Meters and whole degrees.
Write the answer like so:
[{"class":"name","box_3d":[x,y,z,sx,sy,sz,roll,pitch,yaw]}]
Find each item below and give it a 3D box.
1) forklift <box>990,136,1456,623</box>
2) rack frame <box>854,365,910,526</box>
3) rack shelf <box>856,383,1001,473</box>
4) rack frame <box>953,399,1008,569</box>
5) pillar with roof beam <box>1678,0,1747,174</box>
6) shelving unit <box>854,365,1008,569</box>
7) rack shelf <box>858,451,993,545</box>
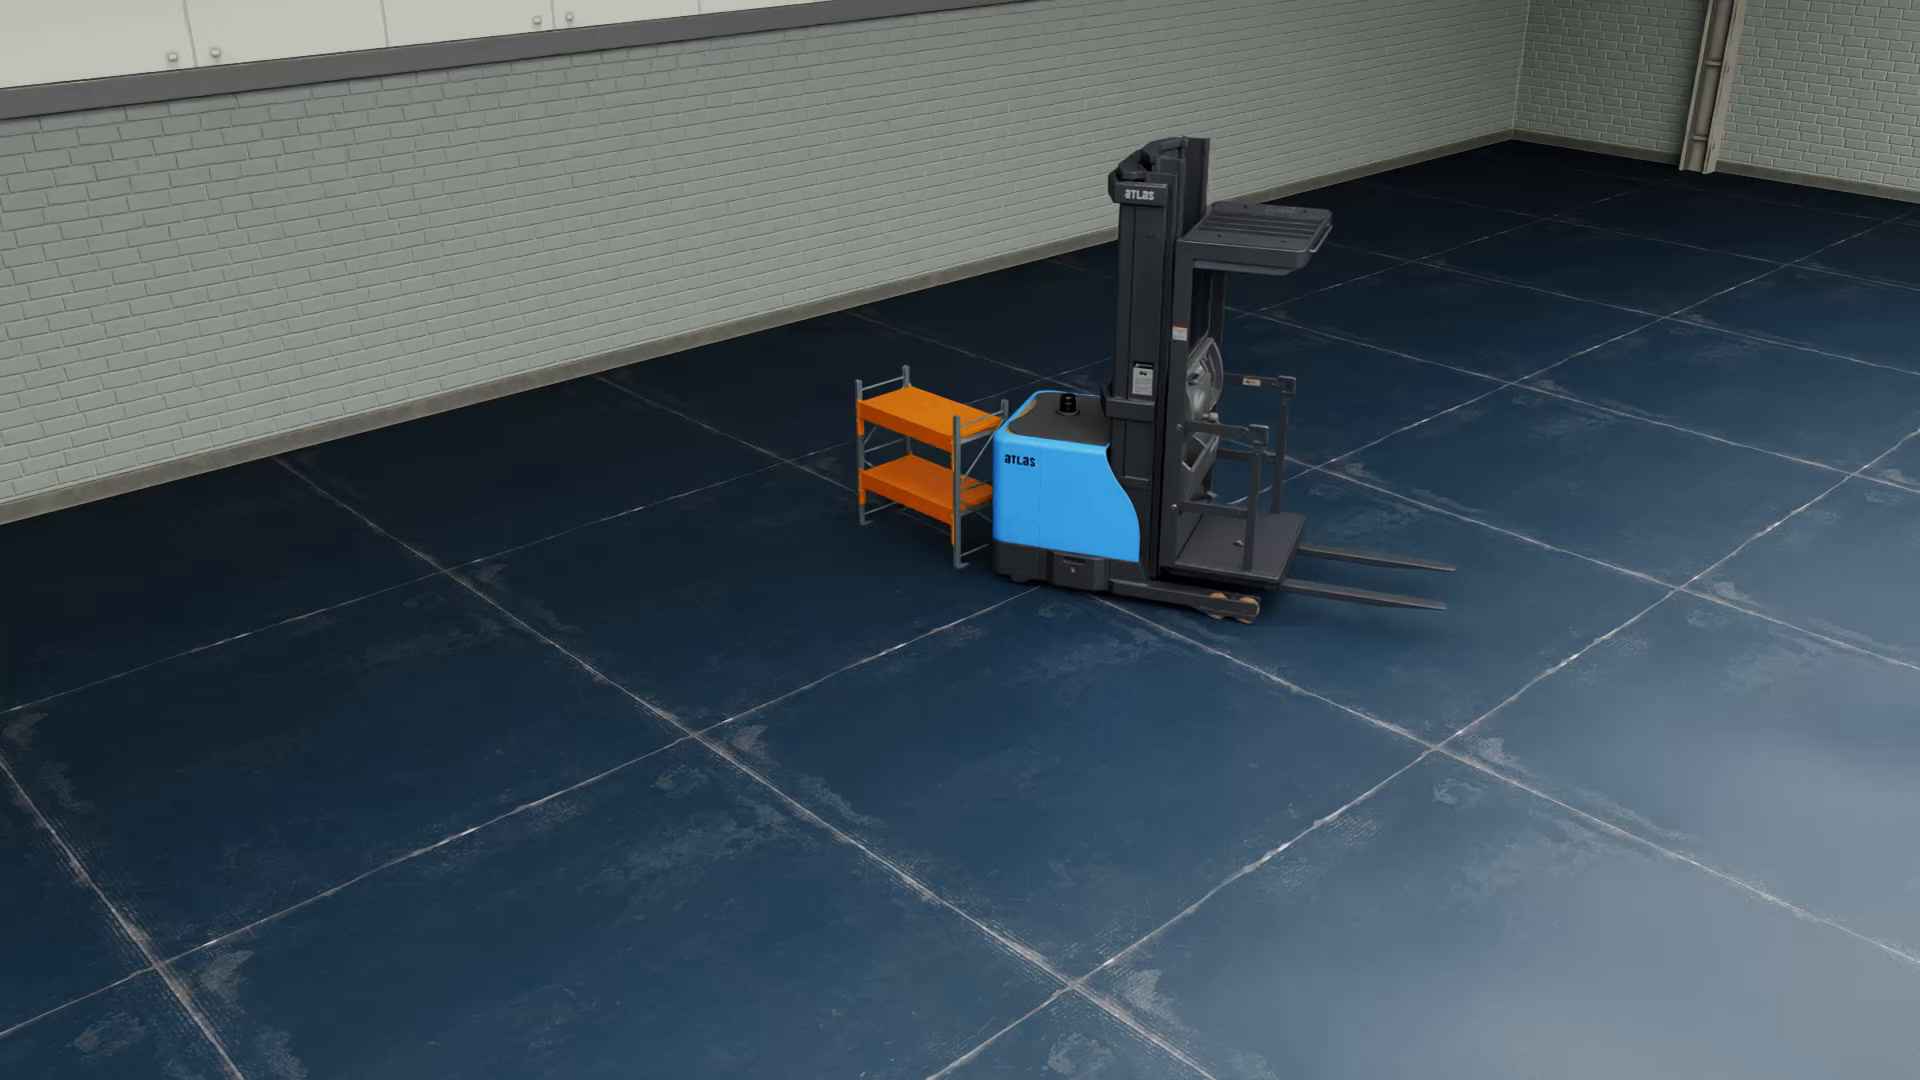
[{"class":"forklift","box_3d":[1.778,-1.039,10.794,3.031,2.935,1.130,9,26,18]},{"class":"rack frame","box_3d":[-0.561,-0.691,12.205,0.500,1.125,0.032,-22,32,-39]},{"class":"rack shelf","box_3d":[-0.209,-0.805,11.751,0.538,0.278,1.000,-22,32,-39]},{"class":"rack frame","box_3d":[0.144,-0.386,11.539,0.500,1.125,0.032,-22,32,-39]},{"class":"pillar with roof beam","box_3d":[7.272,-8.098,18.956,9.100,9.000,0.400,-21,32,-38]},{"class":"shelving unit","box_3d":[-0.209,-0.539,11.872,0.538,1.125,1.048,-22,32,-39]},{"class":"rack shelf","box_3d":[-0.209,-0.316,11.974,0.538,0.278,1.000,-22,32,-39]}]
